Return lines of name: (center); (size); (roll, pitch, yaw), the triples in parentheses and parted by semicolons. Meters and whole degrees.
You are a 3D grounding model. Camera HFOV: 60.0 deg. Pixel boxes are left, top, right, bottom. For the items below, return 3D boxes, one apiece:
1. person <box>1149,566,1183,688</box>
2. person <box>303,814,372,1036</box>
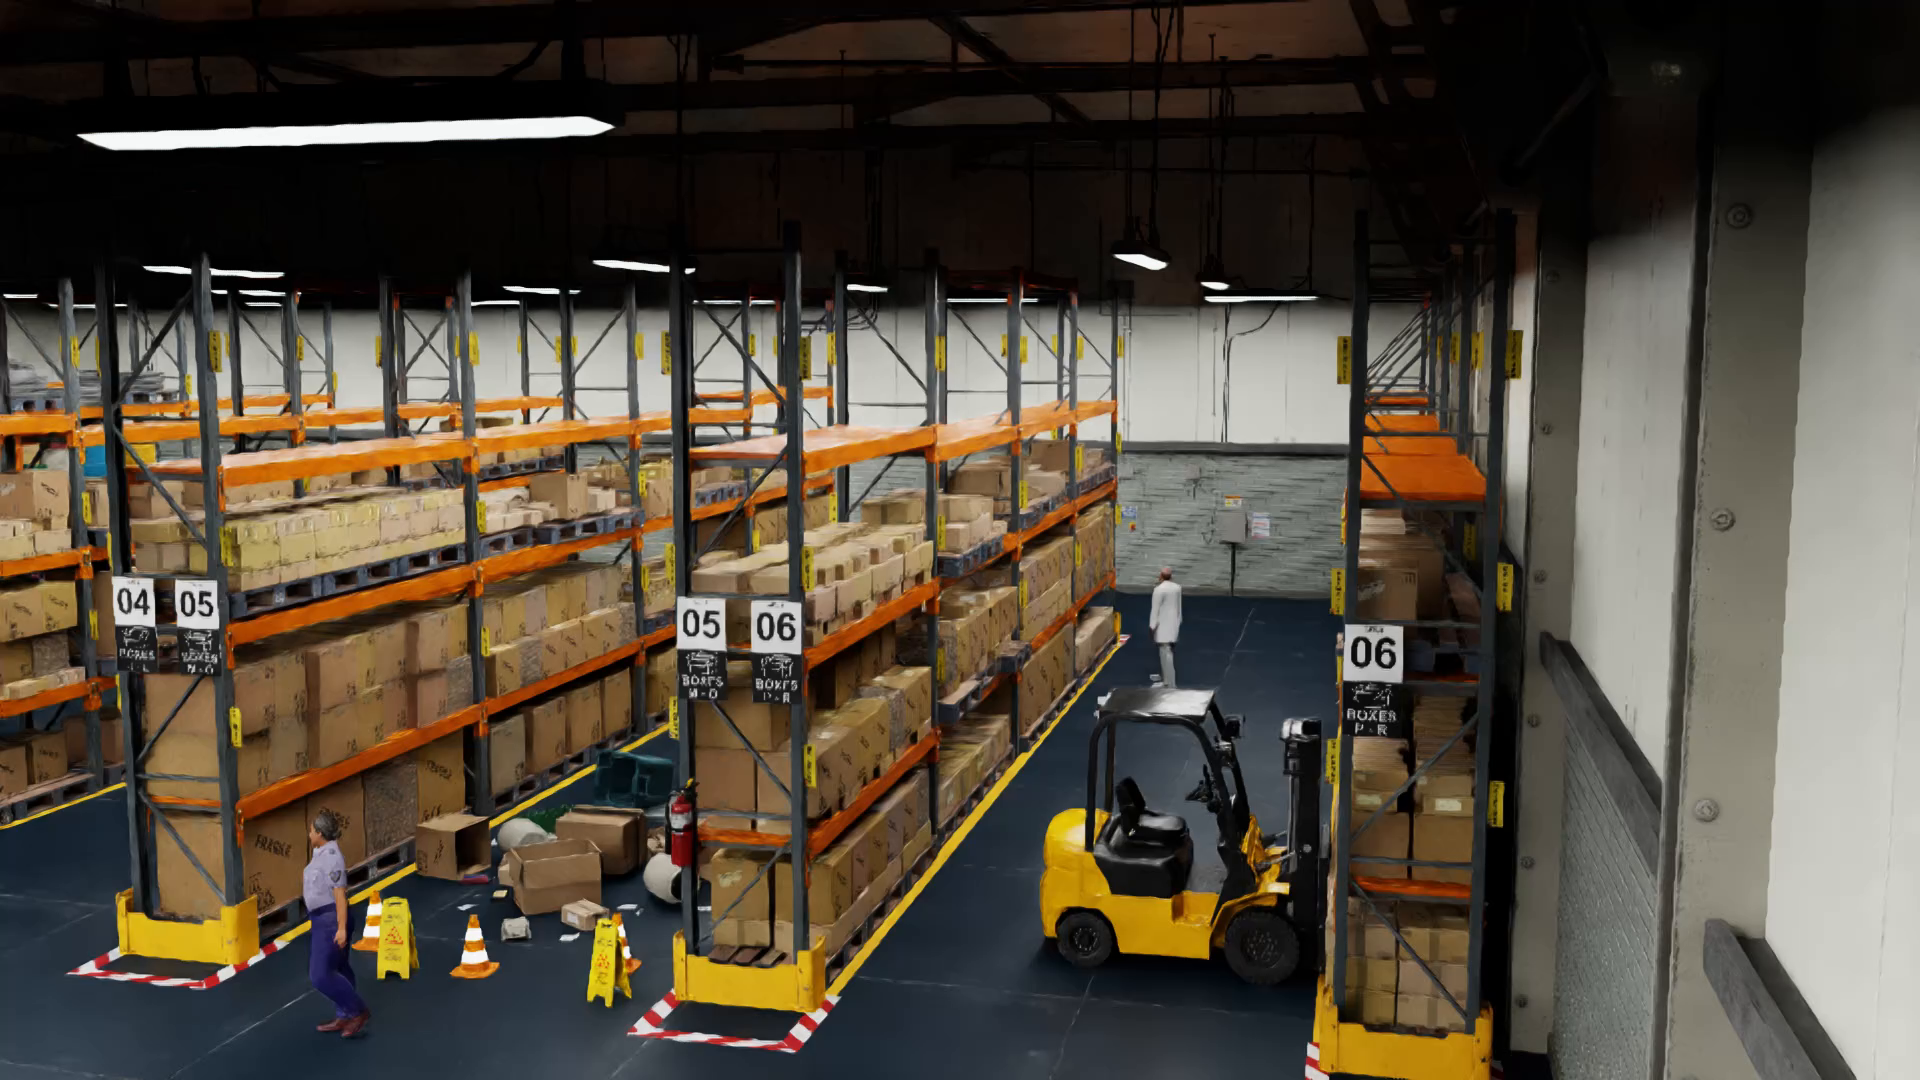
person: (3.017, 1.265, 24.633); (0.636, 1.772, 0.670); (7, 10, 43)
person: (-4.635, 2.860, 12.363); (0.435, 1.626, 0.611); (-3, 8, -23)
